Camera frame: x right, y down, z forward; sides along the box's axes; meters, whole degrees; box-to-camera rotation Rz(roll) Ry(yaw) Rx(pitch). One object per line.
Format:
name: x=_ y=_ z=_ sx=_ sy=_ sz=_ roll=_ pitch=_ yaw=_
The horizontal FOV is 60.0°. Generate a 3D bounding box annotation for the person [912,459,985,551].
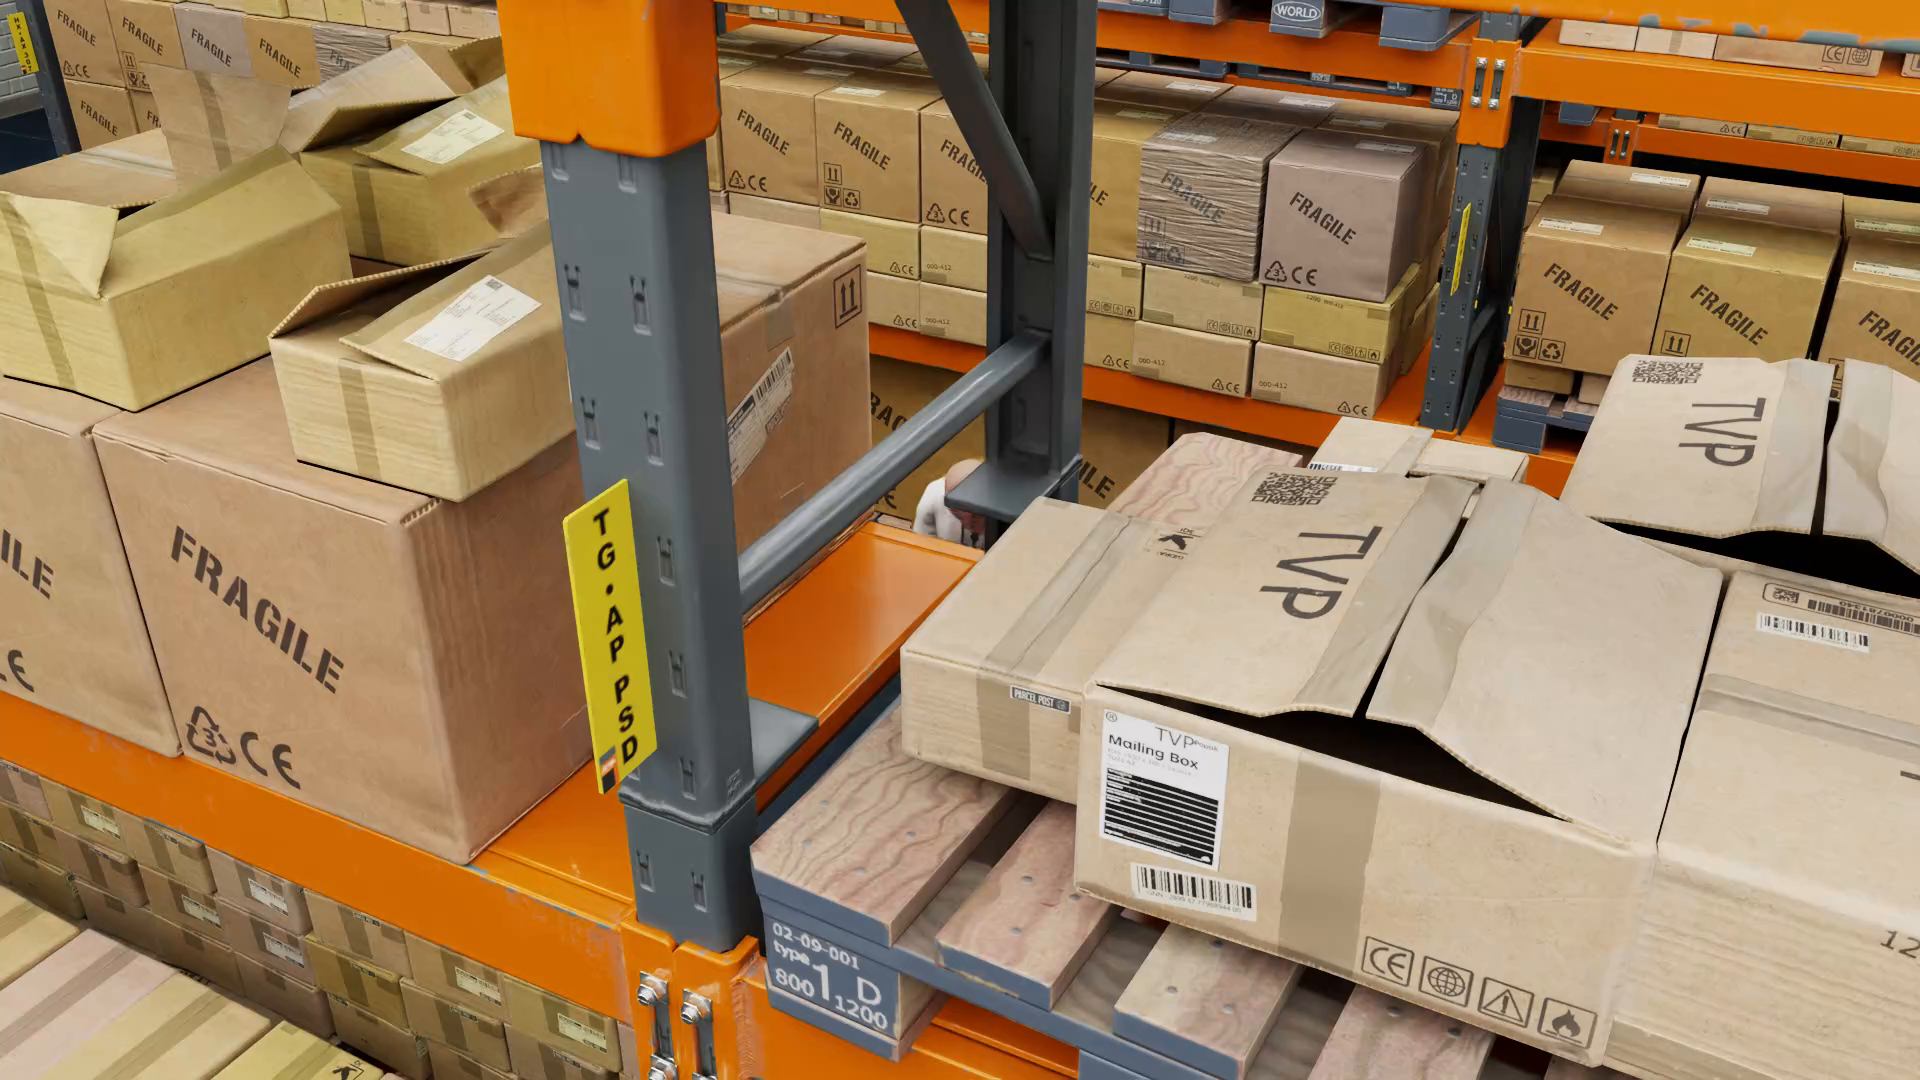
person: x=0.113 y=0.340 z=6.258 sx=0.622 sy=1.577 sz=0.588 roll=15 pitch=33 yaw=24
